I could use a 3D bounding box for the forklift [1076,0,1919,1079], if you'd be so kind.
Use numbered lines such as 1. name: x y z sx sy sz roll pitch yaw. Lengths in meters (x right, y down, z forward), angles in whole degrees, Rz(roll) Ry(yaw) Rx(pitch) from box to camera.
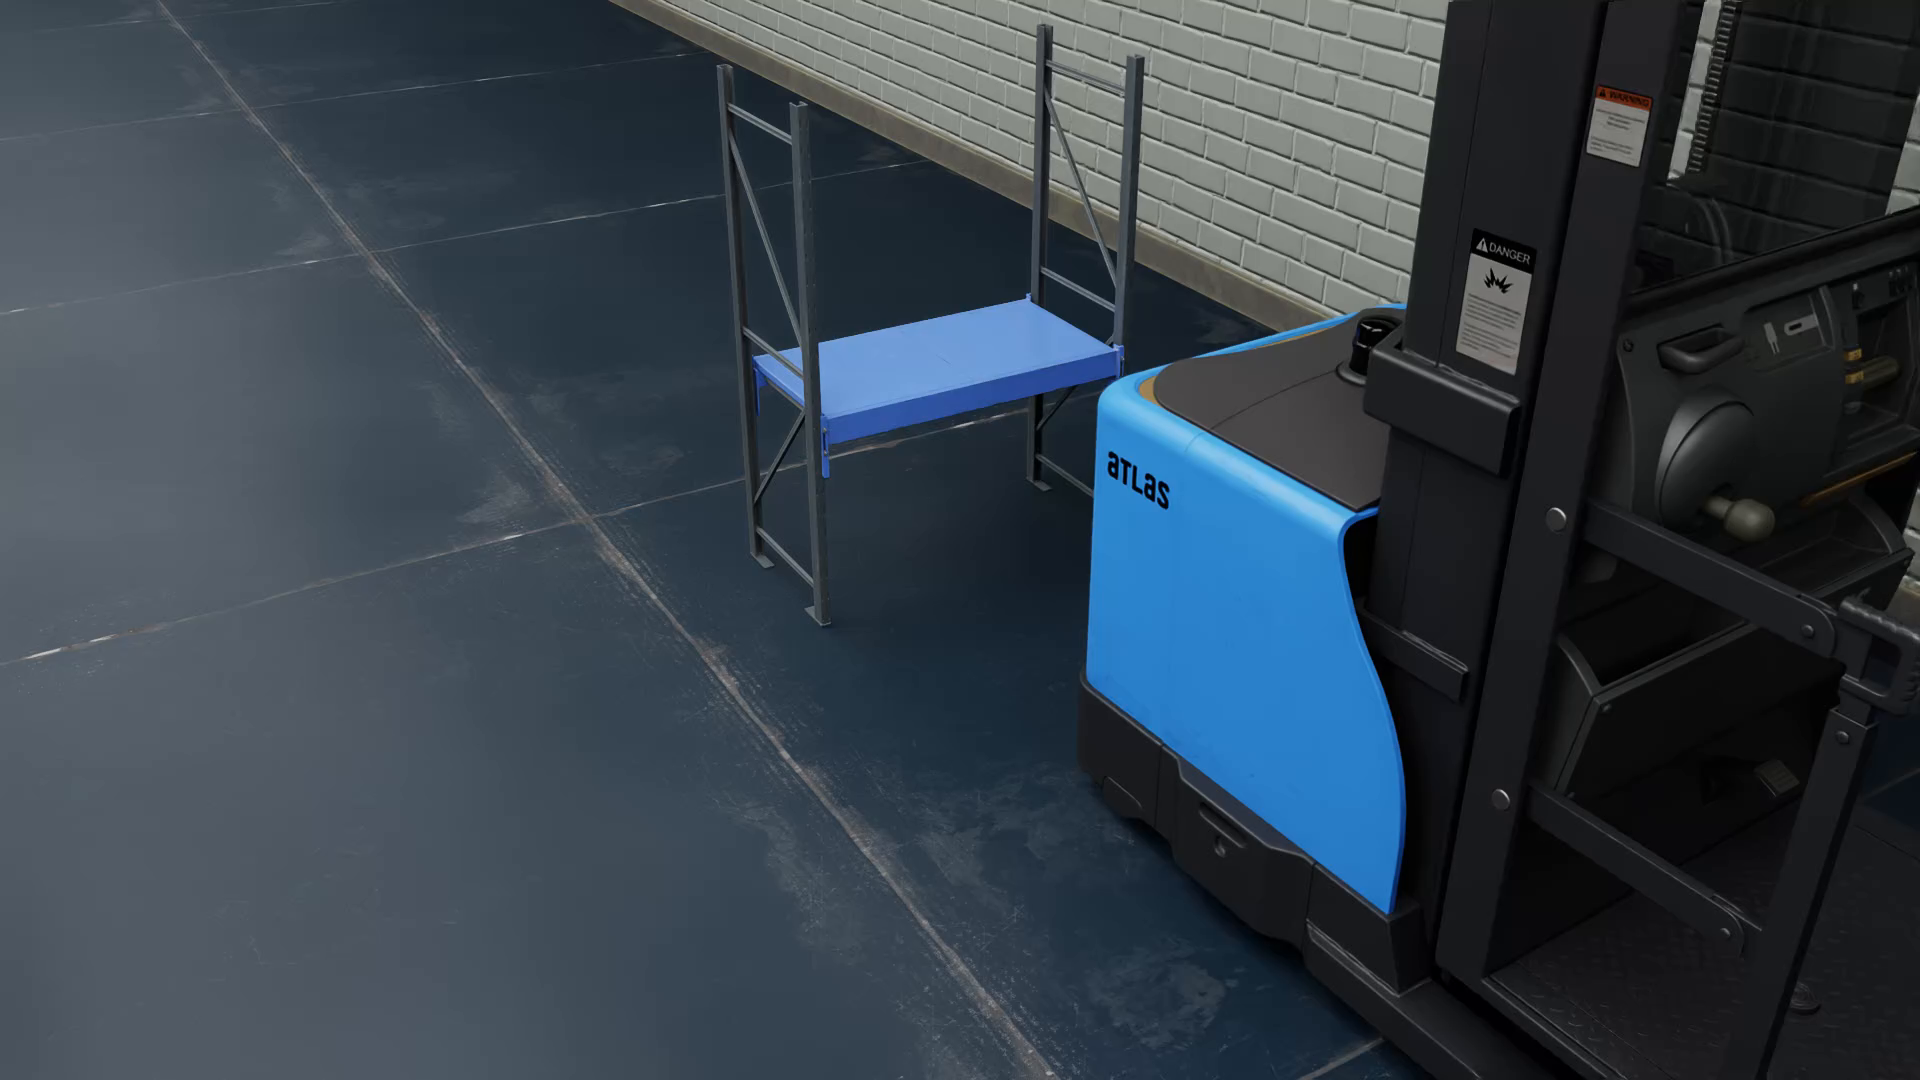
1. forklift: 1.517 -0.225 2.624 1.130 2.935 3.031 -18 33 -29

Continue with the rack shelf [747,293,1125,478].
1. rack shelf: -0.074 -0.478 4.937 1.000 0.185 0.538 -16 33 -26

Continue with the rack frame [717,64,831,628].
1. rack frame: -0.512 -0.511 4.624 0.032 1.500 0.500 -16 33 -26

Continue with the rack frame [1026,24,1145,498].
1. rack frame: 0.365 -0.760 5.075 0.032 1.500 0.500 -16 33 -26

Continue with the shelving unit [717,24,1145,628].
1. shelving unit: -0.074 -0.636 4.850 1.048 1.500 0.538 -16 33 -26
